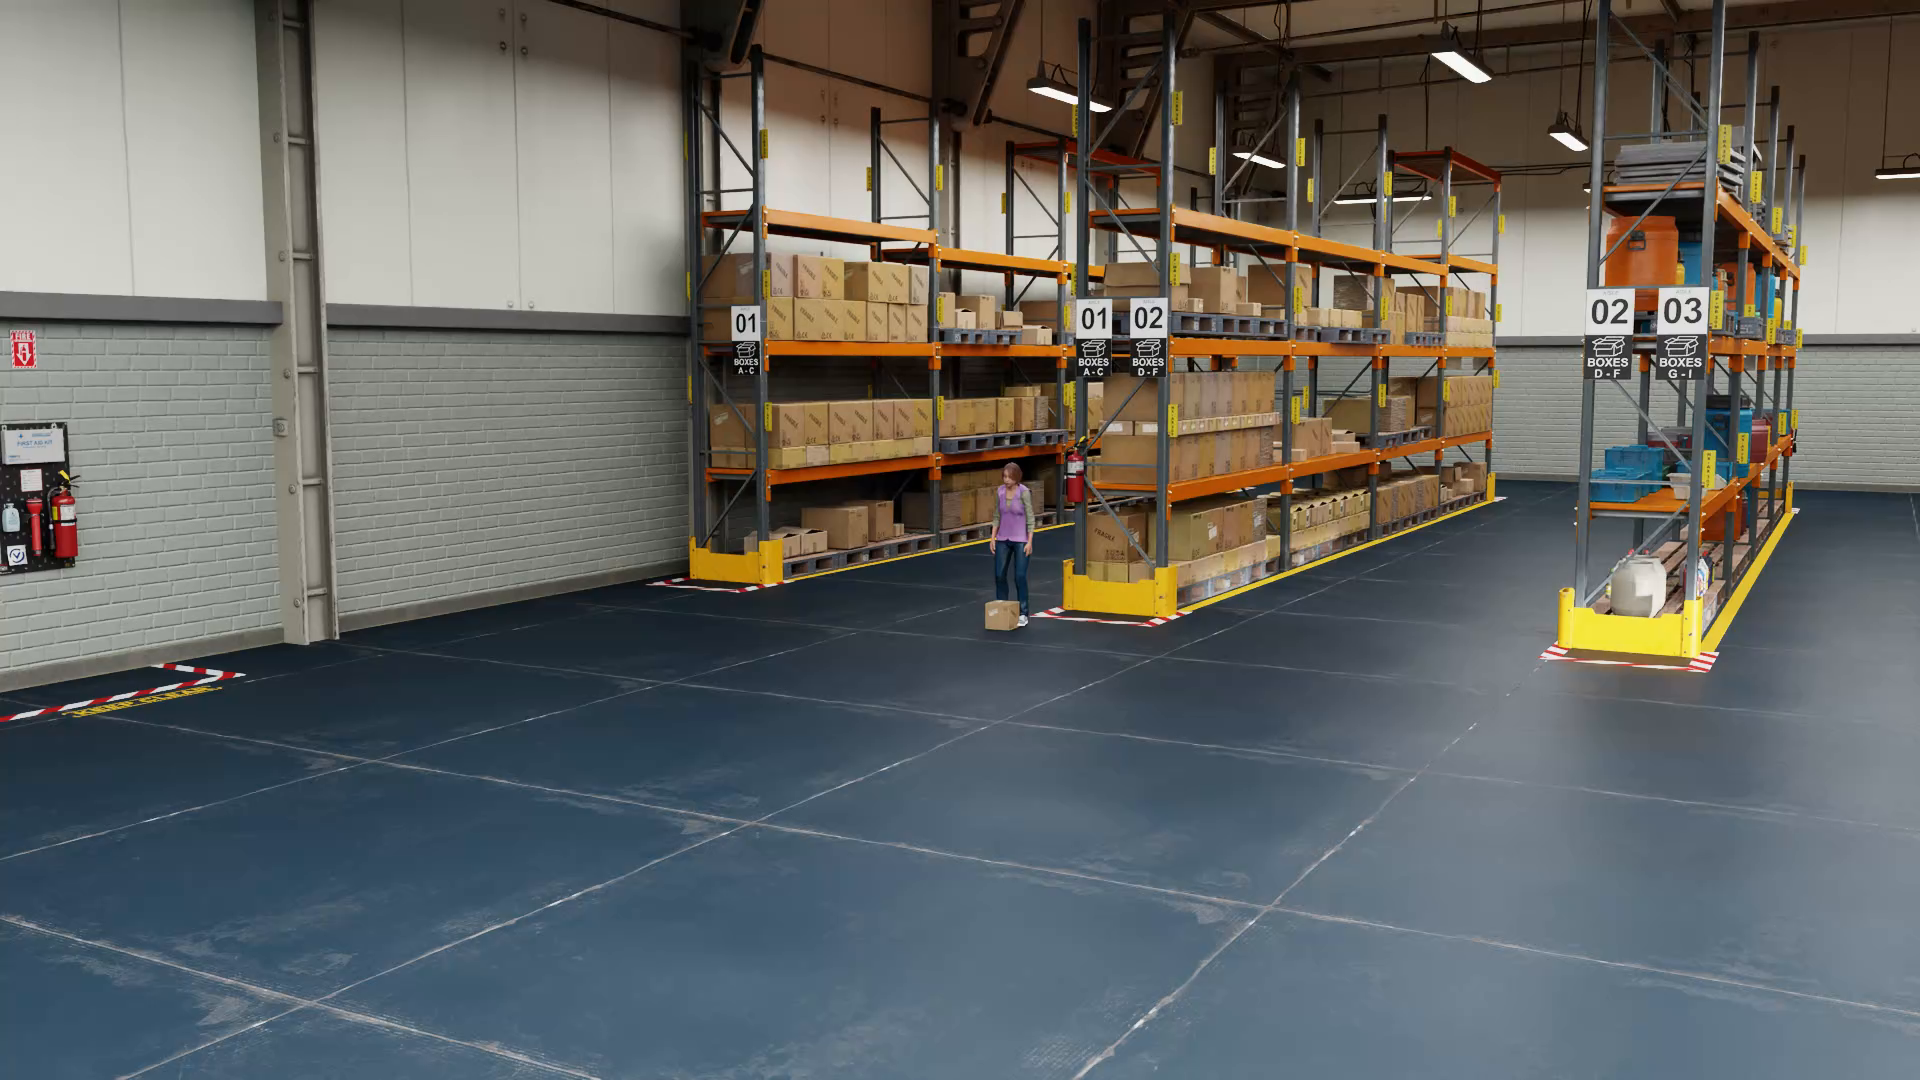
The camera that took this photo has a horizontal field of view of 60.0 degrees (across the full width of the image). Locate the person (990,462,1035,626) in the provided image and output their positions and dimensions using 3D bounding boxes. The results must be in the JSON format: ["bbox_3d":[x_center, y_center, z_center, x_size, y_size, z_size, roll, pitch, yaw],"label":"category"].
[{"bbox_3d":[0.514,0.038,16.222,0.460,1.592,0.343,3,7,29],"label":"person"}]
